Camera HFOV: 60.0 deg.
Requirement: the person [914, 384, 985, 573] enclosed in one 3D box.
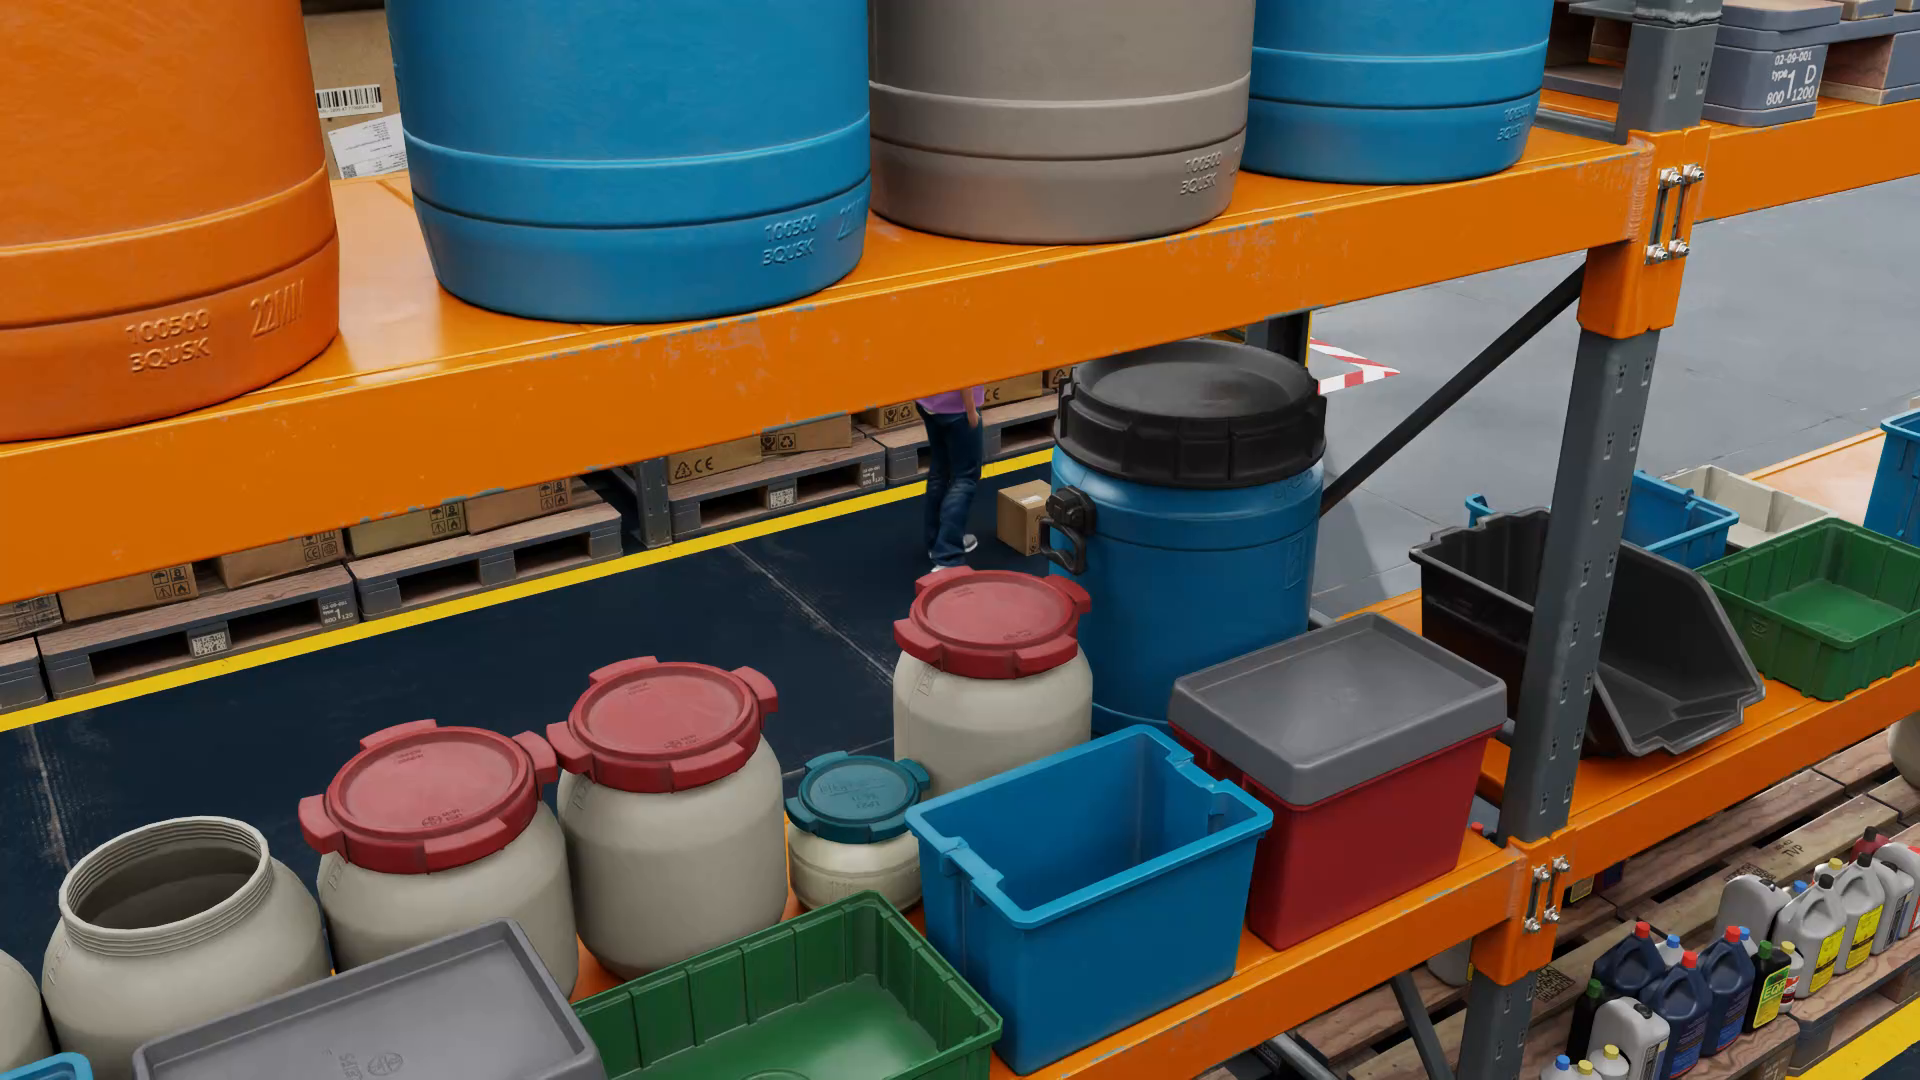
[{"bbox_3d":[-0.042,-0.593,7.403,0.415,1.637,0.442,-15,29,-29],"label":"person"}]
